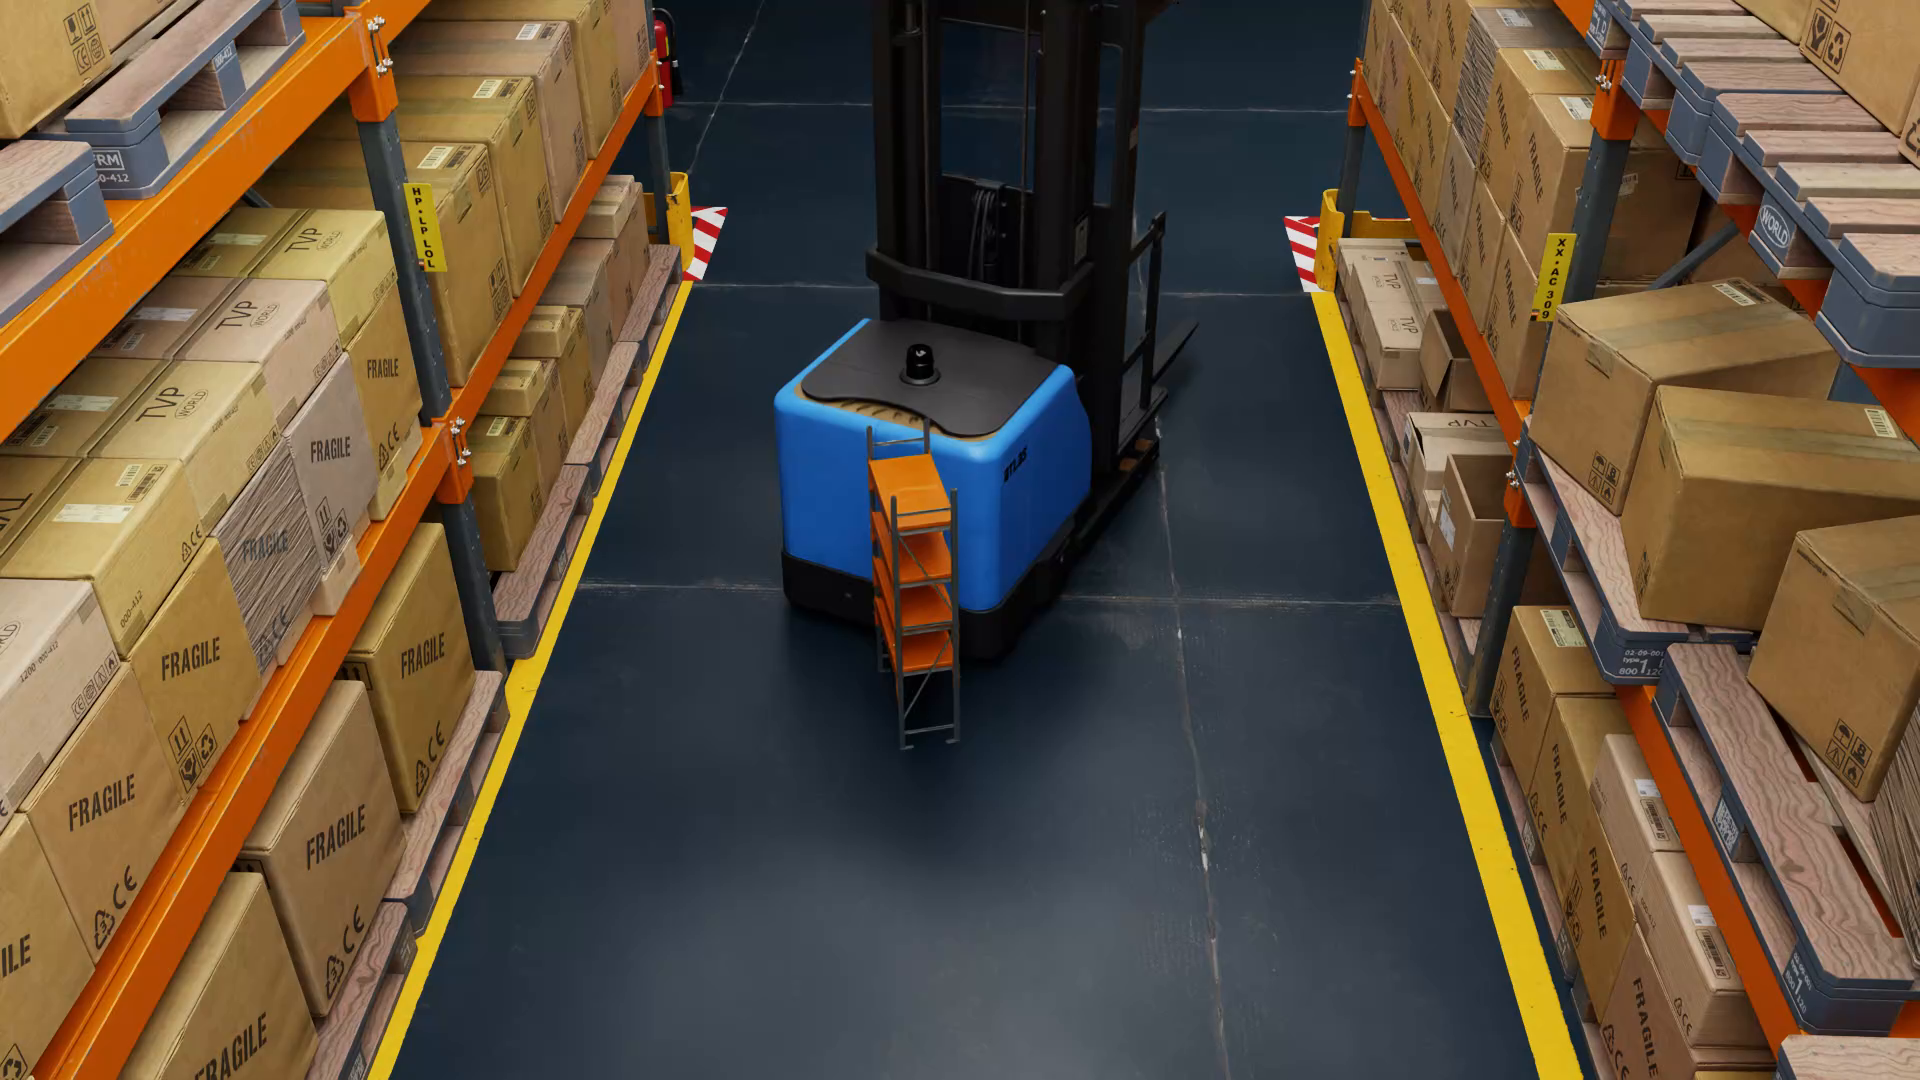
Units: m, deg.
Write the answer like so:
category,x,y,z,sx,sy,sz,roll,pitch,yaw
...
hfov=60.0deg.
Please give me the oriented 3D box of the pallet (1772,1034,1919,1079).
category,x,y,z,sx,sy,sz,roll,pitch,yaw
pallet,2.358,1.457,3.234,1.213,0.211,1.003,1,35,2

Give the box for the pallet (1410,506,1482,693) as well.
category,x,y,z,sx,sy,sz,roll,pitch,yaw
pallet,2.590,0.218,7.256,1.003,0.211,1.213,1,35,2

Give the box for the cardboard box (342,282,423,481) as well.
category,x,y,z,sx,sy,sz,roll,pitch,yaw
cardboard box,-2.155,-0.540,5.547,0.500,0.500,0.500,1,35,1

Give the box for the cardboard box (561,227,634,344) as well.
category,x,y,z,sx,sy,sz,roll,pitch,yaw
cardboard box,-2.176,-1.396,8.936,0.700,0.500,0.500,1,35,2

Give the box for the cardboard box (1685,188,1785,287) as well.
category,x,y,z,sx,sy,sz,roll,pitch,yaw
cardboard box,2.862,-1.242,5.952,0.500,0.500,0.500,2,35,3

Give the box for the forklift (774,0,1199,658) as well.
category,x,y,z,sx,sy,sz,roll,pitch,yaw
forklift,0.334,-1.539,7.391,1.130,2.935,3.031,16,38,21

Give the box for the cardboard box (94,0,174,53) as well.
category,x,y,z,sx,sy,sz,roll,pitch,yaw
cardboard box,-2.533,-1.585,4.319,0.700,0.500,0.500,0,35,-1

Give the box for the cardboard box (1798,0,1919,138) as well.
category,x,y,z,sx,sy,sz,roll,pitch,yaw
cardboard box,2.464,-1.337,3.896,0.600,0.600,0.600,1,35,1

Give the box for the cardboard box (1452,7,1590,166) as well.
category,x,y,z,sx,sy,sz,roll,pitch,yaw
cardboard box,2.362,-1.859,6.829,0.500,0.500,0.500,2,35,2

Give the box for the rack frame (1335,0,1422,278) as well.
category,x,y,z,sx,sy,sz,roll,pitch,yaw
rack frame,2.722,-2.826,9.163,1.000,3.000,0.127,1,35,2

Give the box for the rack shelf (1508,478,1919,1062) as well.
category,x,y,z,sx,sy,sz,roll,pitch,yaw
rack shelf,2.481,0.915,4.465,1.077,0.370,4.000,1,35,2

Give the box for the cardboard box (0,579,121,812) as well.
category,x,y,z,sx,sy,sz,roll,pitch,yaw
cardboard box,-2.236,0.329,3.658,0.500,0.250,0.500,2,35,2

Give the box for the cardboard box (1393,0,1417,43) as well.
category,x,y,z,sx,sy,sz,roll,pitch,yaw
cardboard box,2.428,-2.727,8.065,0.500,0.500,0.500,2,35,2

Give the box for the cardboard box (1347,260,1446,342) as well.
category,x,y,z,sx,sy,sz,roll,pitch,yaw
cardboard box,2.397,-1.288,8.983,0.500,0.250,0.500,1,35,2

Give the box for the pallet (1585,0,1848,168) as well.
category,x,y,z,sx,sy,sz,roll,pitch,yaw
pallet,2.465,-1.305,4.553,1.213,0.211,1.003,1,35,2

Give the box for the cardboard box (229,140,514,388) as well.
category,x,y,z,sx,sy,sz,roll,pitch,yaw
cardboard box,-2.350,-1.074,6.409,0.980,0.700,0.700,2,35,3

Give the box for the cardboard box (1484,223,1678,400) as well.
category,x,y,z,sx,sy,sz,roll,pitch,yaw
cardboard box,2.325,-0.862,6.281,0.500,0.500,0.500,2,35,3

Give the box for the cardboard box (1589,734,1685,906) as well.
category,x,y,z,sx,sy,sz,roll,pitch,yaw
cardboard box,2.259,0.855,5.064,0.500,0.250,0.500,1,35,2

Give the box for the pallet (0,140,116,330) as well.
category,x,y,z,sx,sy,sz,roll,pitch,yaw
pallet,-2.534,-0.506,3.417,1.003,0.211,1.213,3,35,4

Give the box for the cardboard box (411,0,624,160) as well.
category,x,y,z,sx,sy,sz,roll,pitch,yaw
cardboard box,-2.256,-2.350,8.224,0.980,0.700,0.700,1,35,2

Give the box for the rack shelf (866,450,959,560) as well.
category,x,y,z,sx,sy,sz,roll,pitch,yaw
rack shelf,-0.180,-0.136,6.214,0.258,0.148,0.480,-8,36,-10

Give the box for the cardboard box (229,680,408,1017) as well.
category,x,y,z,sx,sy,sz,roll,pitch,yaw
cardboard box,-2.317,0.955,5.287,0.750,0.750,0.750,2,35,3

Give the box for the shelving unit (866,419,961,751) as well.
category,x,y,z,sx,sy,sz,roll,pitch,yaw
shelving unit,-0.177,0.185,6.441,0.258,1.200,0.503,-8,36,-10

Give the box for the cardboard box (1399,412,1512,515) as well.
category,x,y,z,sx,sy,sz,roll,pitch,yaw
cardboard box,2.331,-0.373,7.628,0.500,0.311,0.500,1,35,2

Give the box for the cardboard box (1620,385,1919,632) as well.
category,x,y,z,sx,sy,sz,roll,pitch,yaw
cardboard box,2.355,-0.077,4.799,0.700,0.500,0.500,7,36,9

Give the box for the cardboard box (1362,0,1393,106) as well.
category,x,y,z,sx,sy,sz,roll,pitch,yaw
cardboard box,2.441,-2.618,8.780,0.500,0.500,0.500,2,35,3

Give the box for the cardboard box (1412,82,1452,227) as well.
category,x,y,z,sx,sy,sz,roll,pitch,yaw
cardboard box,2.381,-1.746,7.539,0.500,0.500,0.500,2,35,3

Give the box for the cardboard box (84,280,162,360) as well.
category,x,y,z,sx,sy,sz,roll,pitch,yaw
cardboard box,-2.681,-0.559,4.921,0.500,0.250,0.500,2,35,2

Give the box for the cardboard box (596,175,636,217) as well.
category,x,y,z,sx,sy,sz,roll,pitch,yaw
cardboard box,-1.979,-1.871,9.047,0.380,0.149,0.250,1,35,1

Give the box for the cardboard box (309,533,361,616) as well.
category,x,y,z,sx,sy,sz,roll,pitch,yaw
cardboard box,-2.113,0.101,5.198,0.380,0.149,0.250,1,35,2

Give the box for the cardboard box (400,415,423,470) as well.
category,x,y,z,sx,sy,sz,roll,pitch,yaw
cardboard box,-2.119,-0.345,5.833,0.380,0.149,0.250,2,35,2

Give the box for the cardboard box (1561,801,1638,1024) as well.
category,x,y,z,sx,sy,sz,roll,pitch,yaw
cardboard box,2.261,1.181,5.253,0.500,0.500,0.500,2,35,2

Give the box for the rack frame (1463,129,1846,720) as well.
category,x,y,z,sx,sy,sz,roll,pitch,yaw
rack frame,2.562,-0.528,5.893,1.000,3.000,0.127,1,35,2

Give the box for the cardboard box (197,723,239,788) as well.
category,x,y,z,sx,sy,sz,roll,pitch,yaw
cardboard box,-2.236,0.536,4.579,0.380,0.149,0.250,2,35,3

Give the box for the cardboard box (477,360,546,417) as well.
category,x,y,z,sx,sy,sz,roll,pitch,yaw
cardboard box,-2.060,-0.675,7.346,0.380,0.149,0.250,2,35,3

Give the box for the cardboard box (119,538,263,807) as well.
category,x,y,z,sx,sy,sz,roll,pitch,yaw
cardboard box,-2.209,0.329,4.311,0.500,0.500,0.500,2,35,3

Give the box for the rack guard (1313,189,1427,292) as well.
category,x,y,z,sx,sy,sz,roll,pitch,yaw
rack guard,2.719,-1.760,9.819,1.175,0.500,0.348,1,35,2

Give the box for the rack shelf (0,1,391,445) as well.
category,x,y,z,sx,sy,sz,roll,pitch,yaw
rack shelf,-2.469,-0.424,3.762,1.077,0.370,4.000,1,35,2

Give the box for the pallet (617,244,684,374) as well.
category,x,y,z,sx,sy,sz,roll,pitch,yaw
pallet,-2.181,-1.336,9.468,1.003,0.211,1.213,1,35,2

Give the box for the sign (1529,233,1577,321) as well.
category,x,y,z,sx,sy,sz,roll,pitch,yaw
sign,2.019,-0.890,5.655,0.100,0.325,0.005,1,35,2

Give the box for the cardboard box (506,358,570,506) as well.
category,x,y,z,sx,sy,sz,roll,pitch,yaw
cardboard box,-2.232,-0.505,7.669,0.700,0.500,0.500,1,35,1

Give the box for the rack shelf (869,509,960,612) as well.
category,x,y,z,sx,sy,sz,roll,pitch,yaw
rack shelf,-0.178,0.058,6.351,0.258,0.148,0.480,-8,36,-10

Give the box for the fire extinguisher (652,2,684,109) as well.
category,x,y,z,sx,sy,sz,roll,pitch,yaw
fire extinguisher,-1.760,-2.830,9.560,0.296,0.674,0.183,1,35,2
